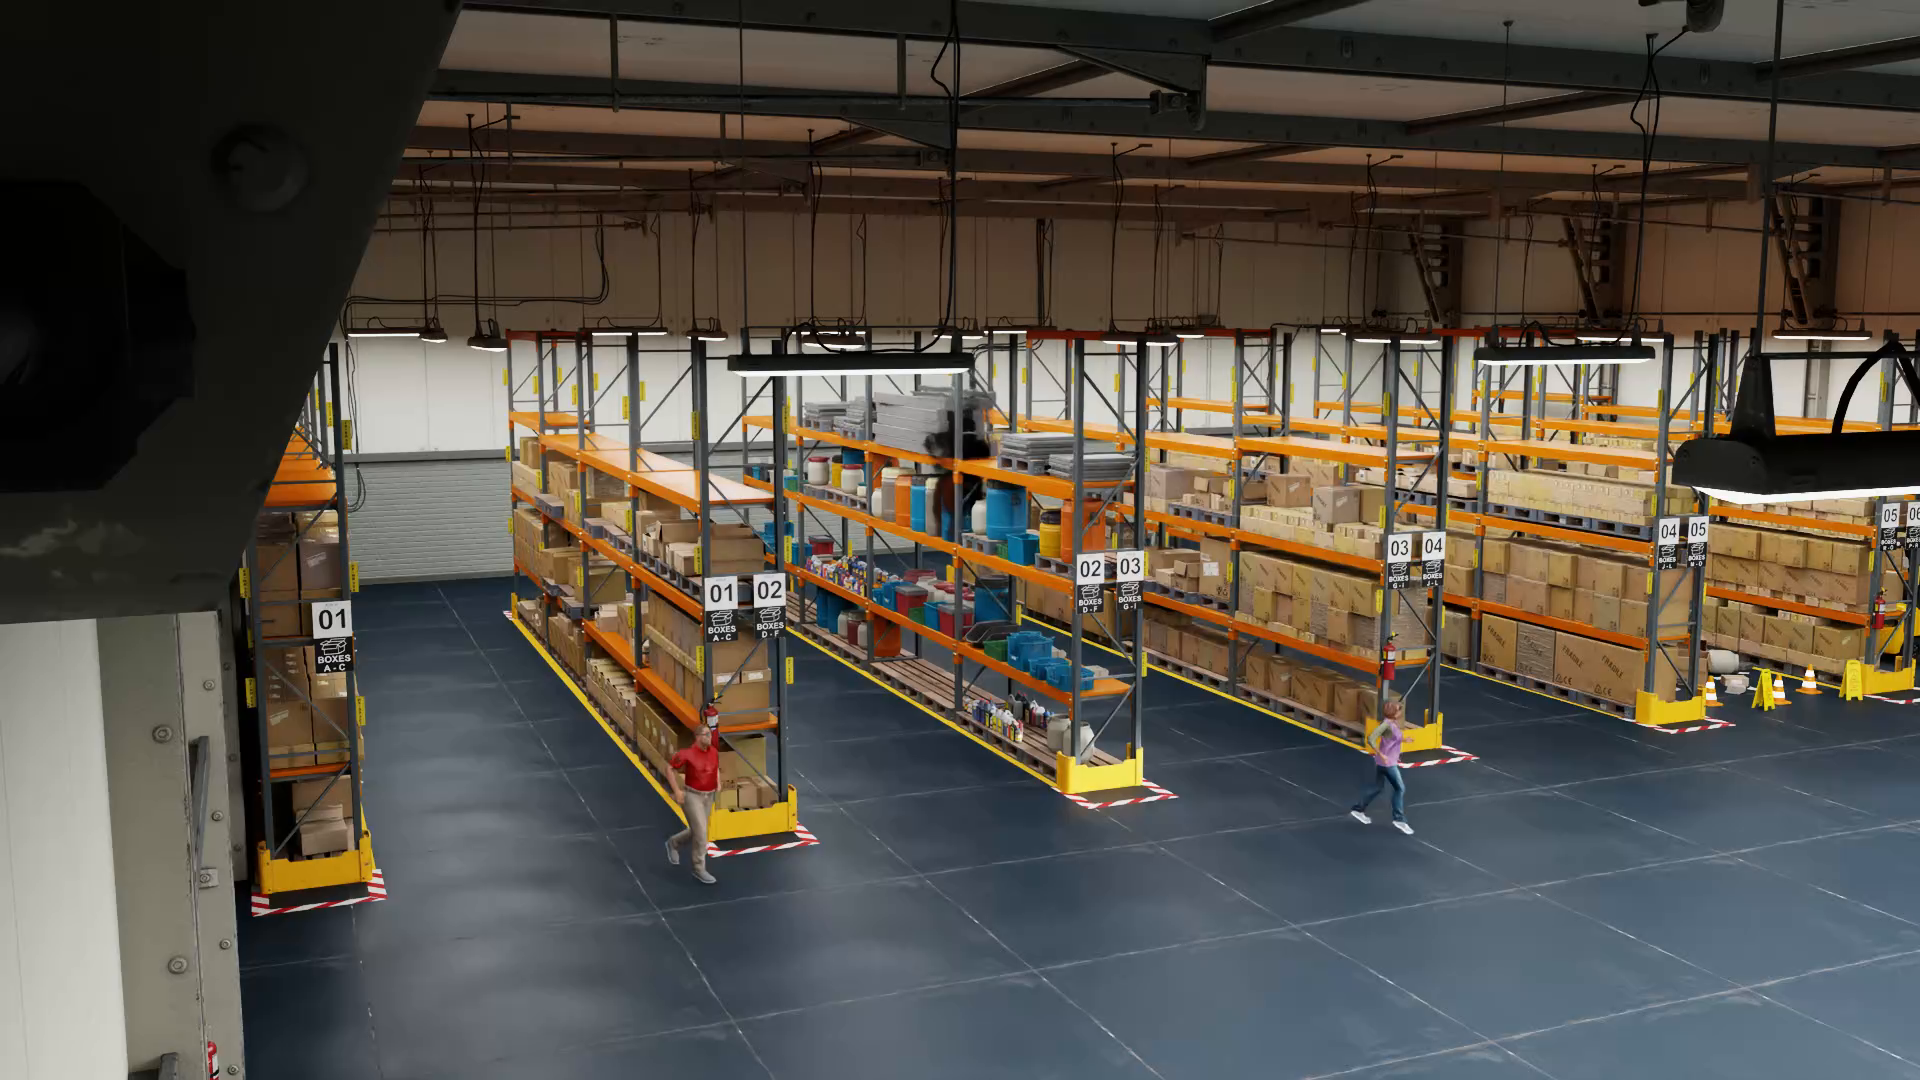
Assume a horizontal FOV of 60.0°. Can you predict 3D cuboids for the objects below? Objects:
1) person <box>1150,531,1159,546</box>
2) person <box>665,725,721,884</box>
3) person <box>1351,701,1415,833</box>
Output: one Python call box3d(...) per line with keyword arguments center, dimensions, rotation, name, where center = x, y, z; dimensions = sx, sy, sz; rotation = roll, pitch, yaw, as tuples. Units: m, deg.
box3d(center=(5.030, -0.152, 41.660), dimensions=(0.780, 1.639, 0.567), rotation=(-4, 9, -28), name="person")
box3d(center=(-2.985, 2.944, 18.892), dimensions=(0.891, 1.699, 0.706), rotation=(6, 10, 35), name="person")
box3d(center=(5.215, 2.772, 20.448), dimensions=(0.759, 1.637, 0.516), rotation=(2, 8, 13), name="person")
